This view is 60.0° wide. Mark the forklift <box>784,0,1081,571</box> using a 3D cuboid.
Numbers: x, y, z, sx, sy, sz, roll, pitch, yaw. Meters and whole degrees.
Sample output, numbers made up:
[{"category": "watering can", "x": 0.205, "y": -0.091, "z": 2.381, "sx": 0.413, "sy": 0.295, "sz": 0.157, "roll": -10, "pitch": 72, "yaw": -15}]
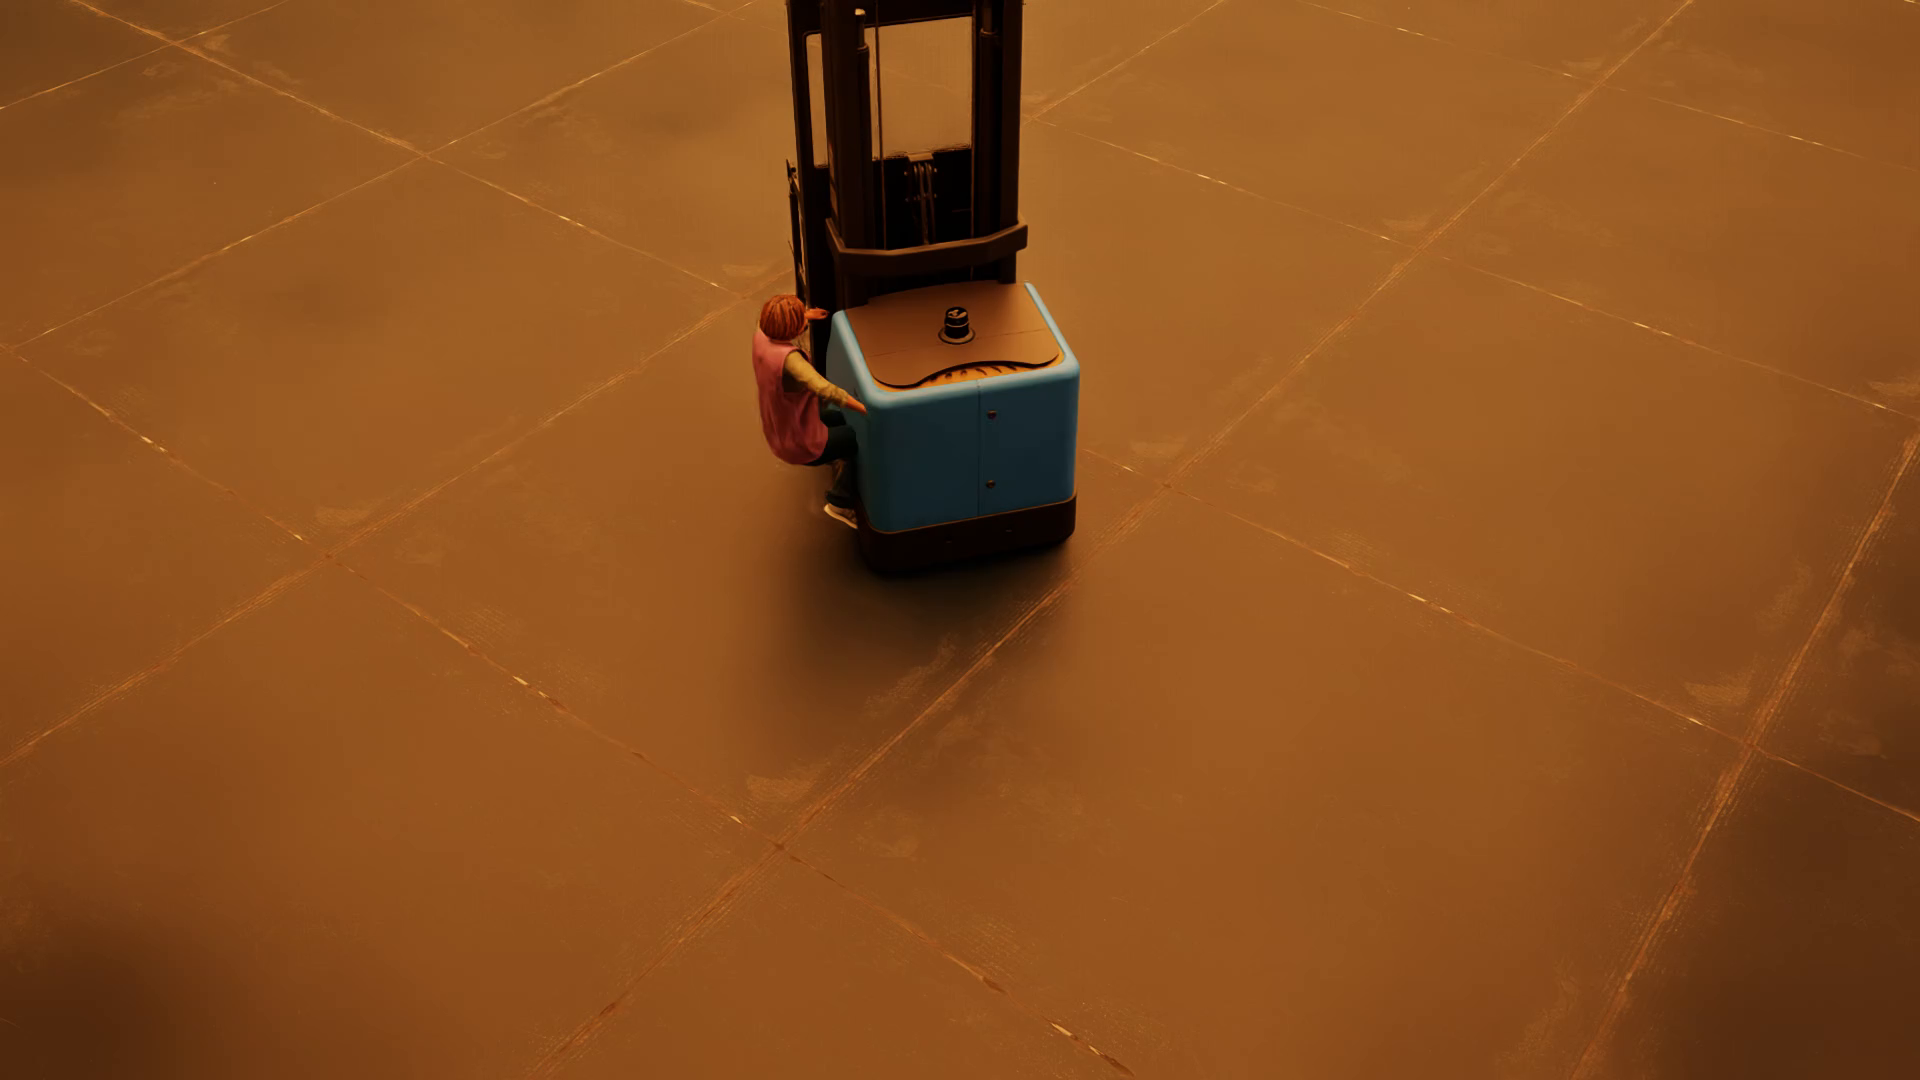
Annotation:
[{"category": "forklift", "x": -0.316, "y": -1.930, "z": 8.338, "sx": 1.130, "sy": 2.935, "sz": 3.031, "roll": -10, "pitch": 42, "yaw": -12}]

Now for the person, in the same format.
[{"category": "person", "x": -0.590, "y": -0.621, "z": 7.985, "sx": 0.743, "sy": 1.378, "sz": 0.946, "roll": -25, "pitch": 46, "yaw": -26}]
